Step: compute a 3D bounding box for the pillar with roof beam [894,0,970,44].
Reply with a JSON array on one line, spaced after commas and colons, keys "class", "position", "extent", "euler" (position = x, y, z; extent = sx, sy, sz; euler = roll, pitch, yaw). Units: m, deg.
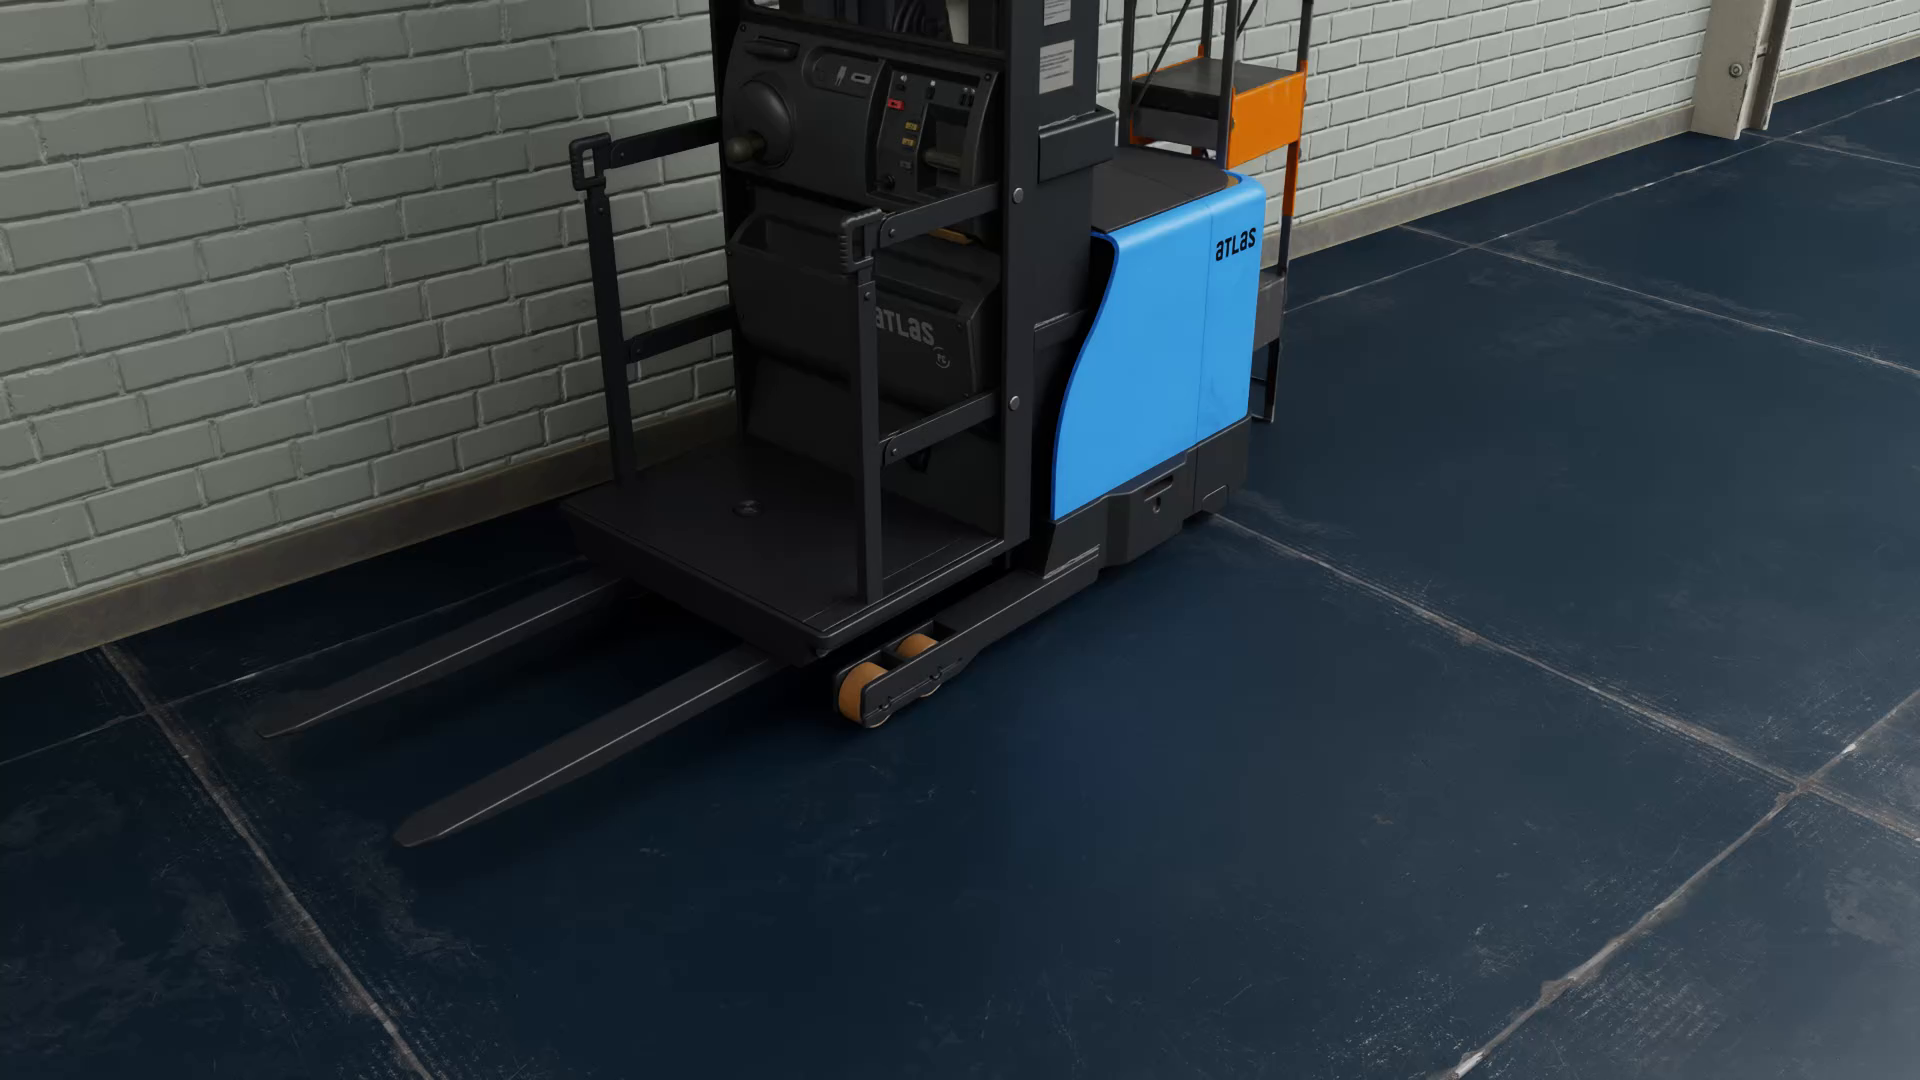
[{"class": "pillar with roof beam", "position": [2.729, -3.004, 1.324], "extent": [0.400, 9.000, 9.100], "euler": [-22, 35, -35]}]

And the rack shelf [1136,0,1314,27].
[{"class": "rack shelf", "position": [0.827, -1.923, 5.165], "extent": [0.431, 0.518, 0.480], "euler": [20, 34, 33]}]

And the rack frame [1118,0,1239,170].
[{"class": "rack frame", "position": [0.676, -1.228, 5.319], "extent": [0.400, 2.100, 0.015], "euler": [20, 34, 33]}]

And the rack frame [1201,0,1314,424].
[{"class": "rack frame", "position": [0.978, -1.408, 5.657], "extent": [0.400, 2.100, 0.015], "euler": [20, 34, 33]}]

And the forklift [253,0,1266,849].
[{"class": "forklift", "position": [-0.417, -1.074, 4.151], "extent": [1.130, 2.935, 3.031], "euler": [23, 36, 36]}]

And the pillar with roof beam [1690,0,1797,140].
[{"class": "pillar with roof beam", "position": [7.293, -4.839, 4.758], "extent": [0.400, 9.000, 9.100], "euler": [-22, 35, -35]}]

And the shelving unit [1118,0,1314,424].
[{"class": "shelving unit", "position": [0.827, -1.318, 5.488], "extent": [0.431, 2.100, 0.503], "euler": [20, 34, 33]}]

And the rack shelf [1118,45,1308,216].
[{"class": "rack shelf", "position": [0.827, -1.306, 5.495], "extent": [0.431, 0.518, 0.480], "euler": [20, 34, 33]}]

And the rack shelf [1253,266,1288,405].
[{"class": "rack shelf", "position": [0.827, -0.689, 5.825], "extent": [0.431, 0.518, 0.480], "euler": [20, 34, 33]}]
